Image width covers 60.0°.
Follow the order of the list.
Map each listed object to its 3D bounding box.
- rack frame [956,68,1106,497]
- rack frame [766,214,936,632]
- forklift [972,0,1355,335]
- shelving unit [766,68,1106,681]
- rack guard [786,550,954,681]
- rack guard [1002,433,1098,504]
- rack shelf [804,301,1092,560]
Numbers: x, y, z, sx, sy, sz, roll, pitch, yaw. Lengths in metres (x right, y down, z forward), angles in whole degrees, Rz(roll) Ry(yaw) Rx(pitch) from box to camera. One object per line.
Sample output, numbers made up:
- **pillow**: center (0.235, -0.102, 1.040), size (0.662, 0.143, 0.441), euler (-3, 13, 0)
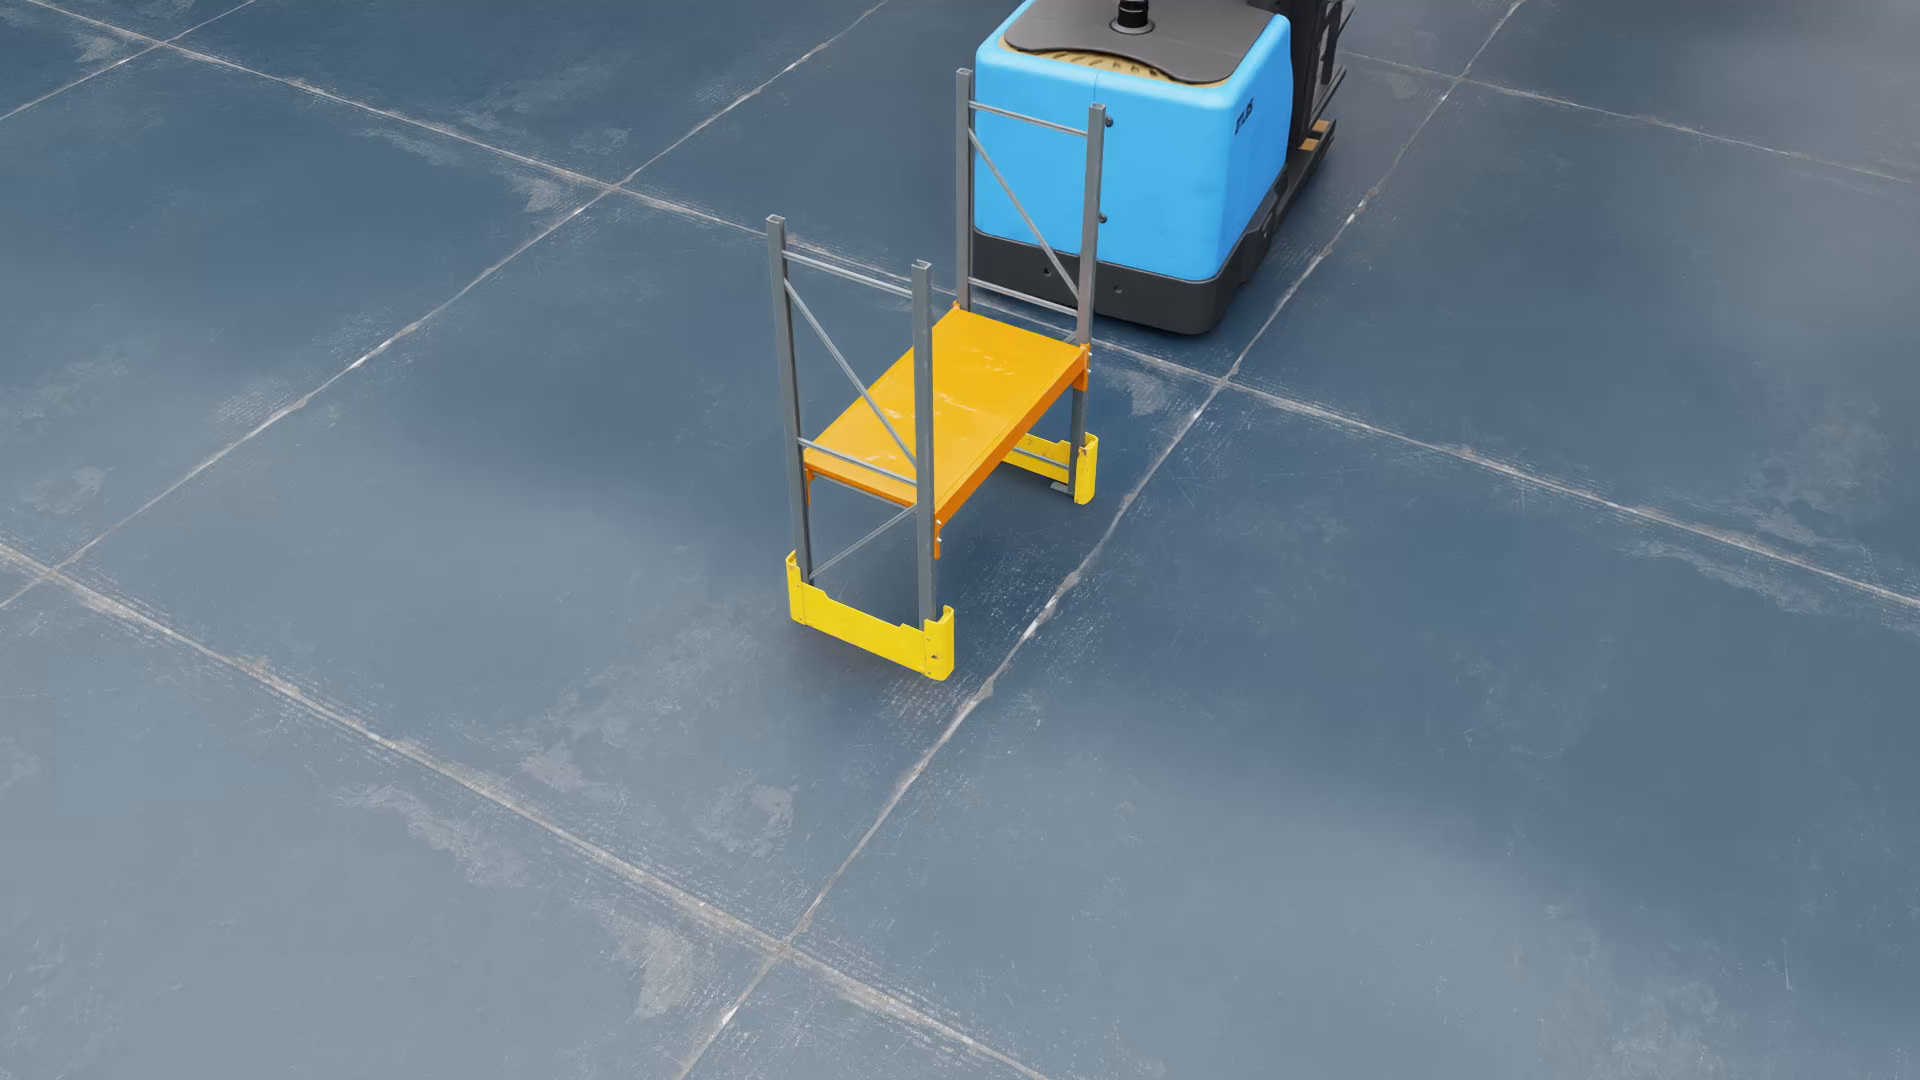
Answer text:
- **rack frame**: center (0.212, -0.805, 5.529), size (0.500, 1.500, 0.032), euler (21, 45, 22)
- **rack frame**: center (-0.297, -0.223, 4.869), size (0.500, 1.500, 0.032), euler (21, 45, 22)
- **forklift**: center (1.106, -2.888, 6.811), size (1.130, 2.935, 3.031), euler (16, 44, 18)
- **shelving unit**: center (-0.038, -0.519, 5.205), size (0.587, 1.500, 1.083), euler (21, 45, 22)
- **rack guard**: center (-0.287, 0.235, 5.294), size (0.587, 0.250, 0.087), euler (21, 45, 22)
- **rack guard**: center (0.211, -0.335, 5.941), size (0.587, 0.250, 0.087), euler (21, 45, 22)
- **rack shelf**: center (-0.043, -0.379, 5.318), size (0.538, 0.185, 1.000), euler (21, 45, 22)
